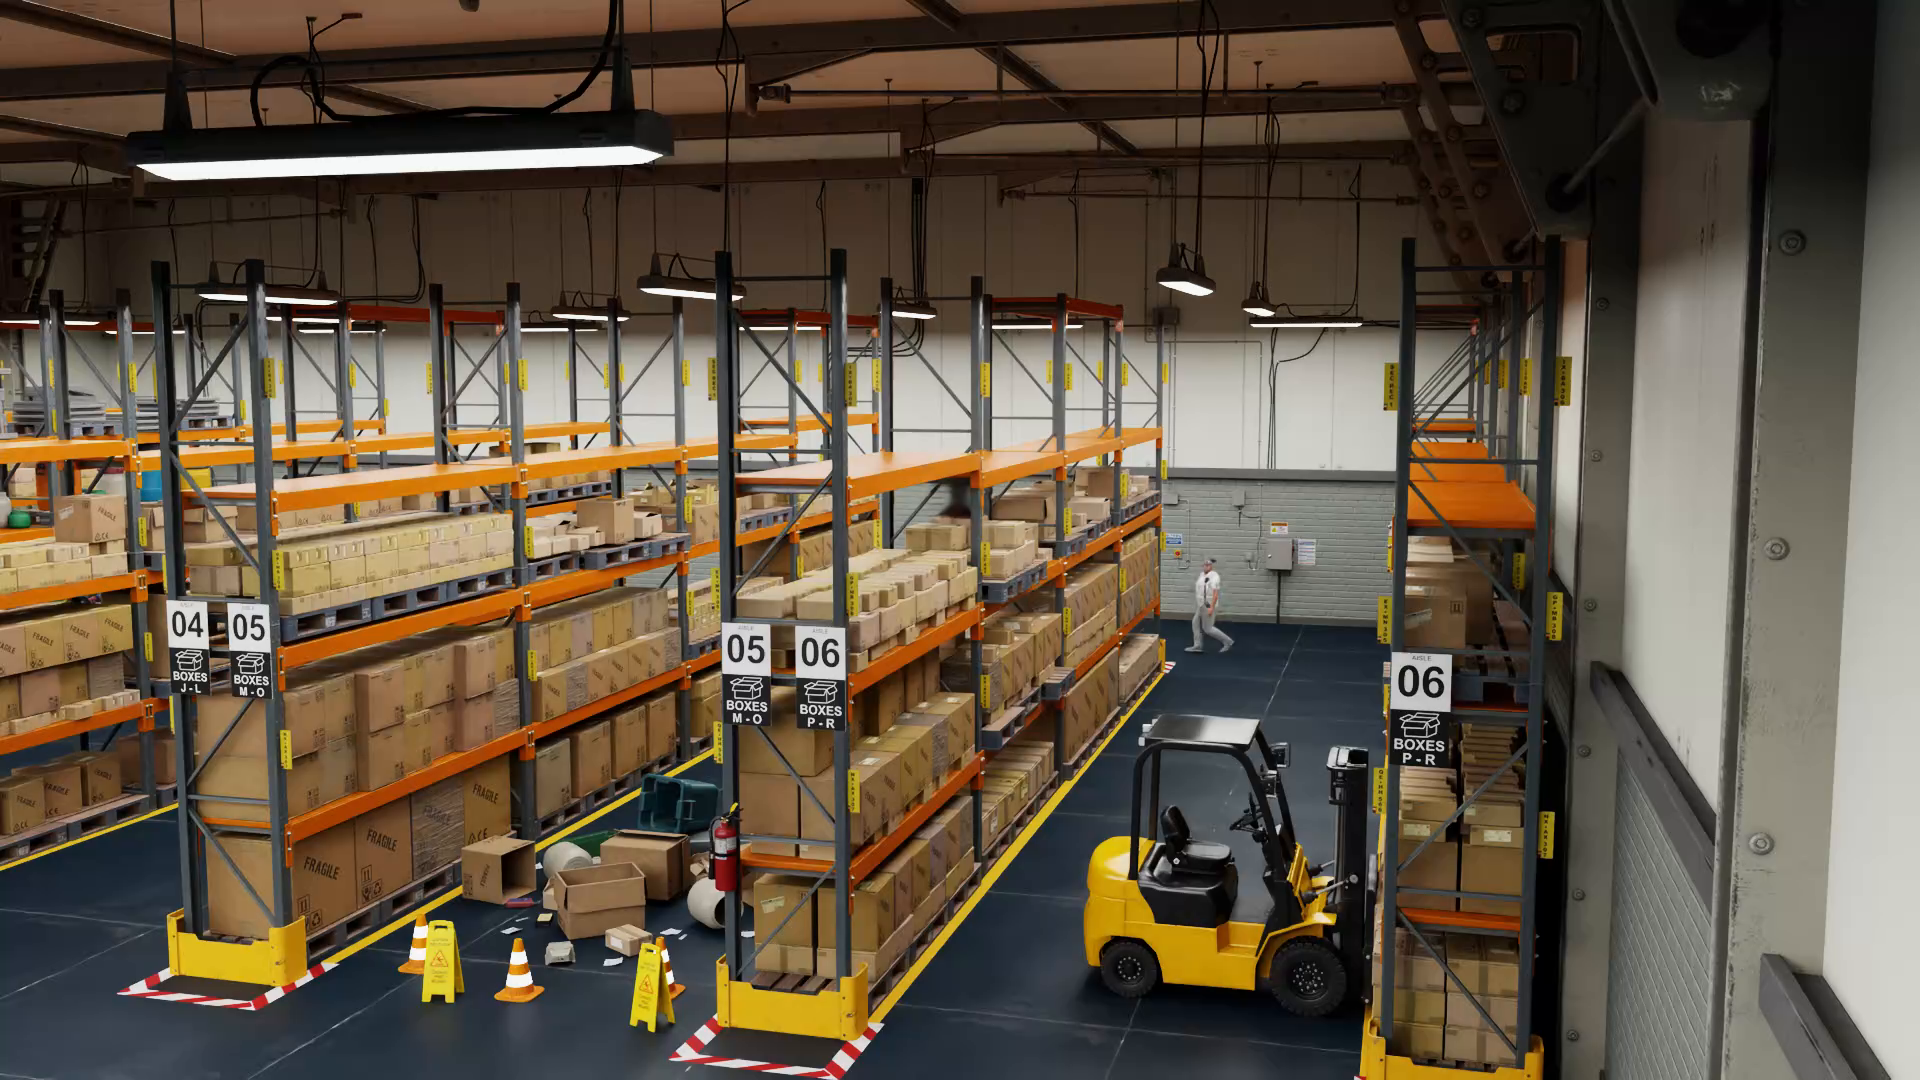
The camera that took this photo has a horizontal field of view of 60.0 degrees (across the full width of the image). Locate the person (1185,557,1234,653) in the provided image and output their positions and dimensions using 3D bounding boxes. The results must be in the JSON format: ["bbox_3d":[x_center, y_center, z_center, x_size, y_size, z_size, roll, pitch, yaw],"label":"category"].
[{"bbox_3d":[4.446,1.148,29.662,0.845,1.727,0.553,1,6,6],"label":"person"}]
